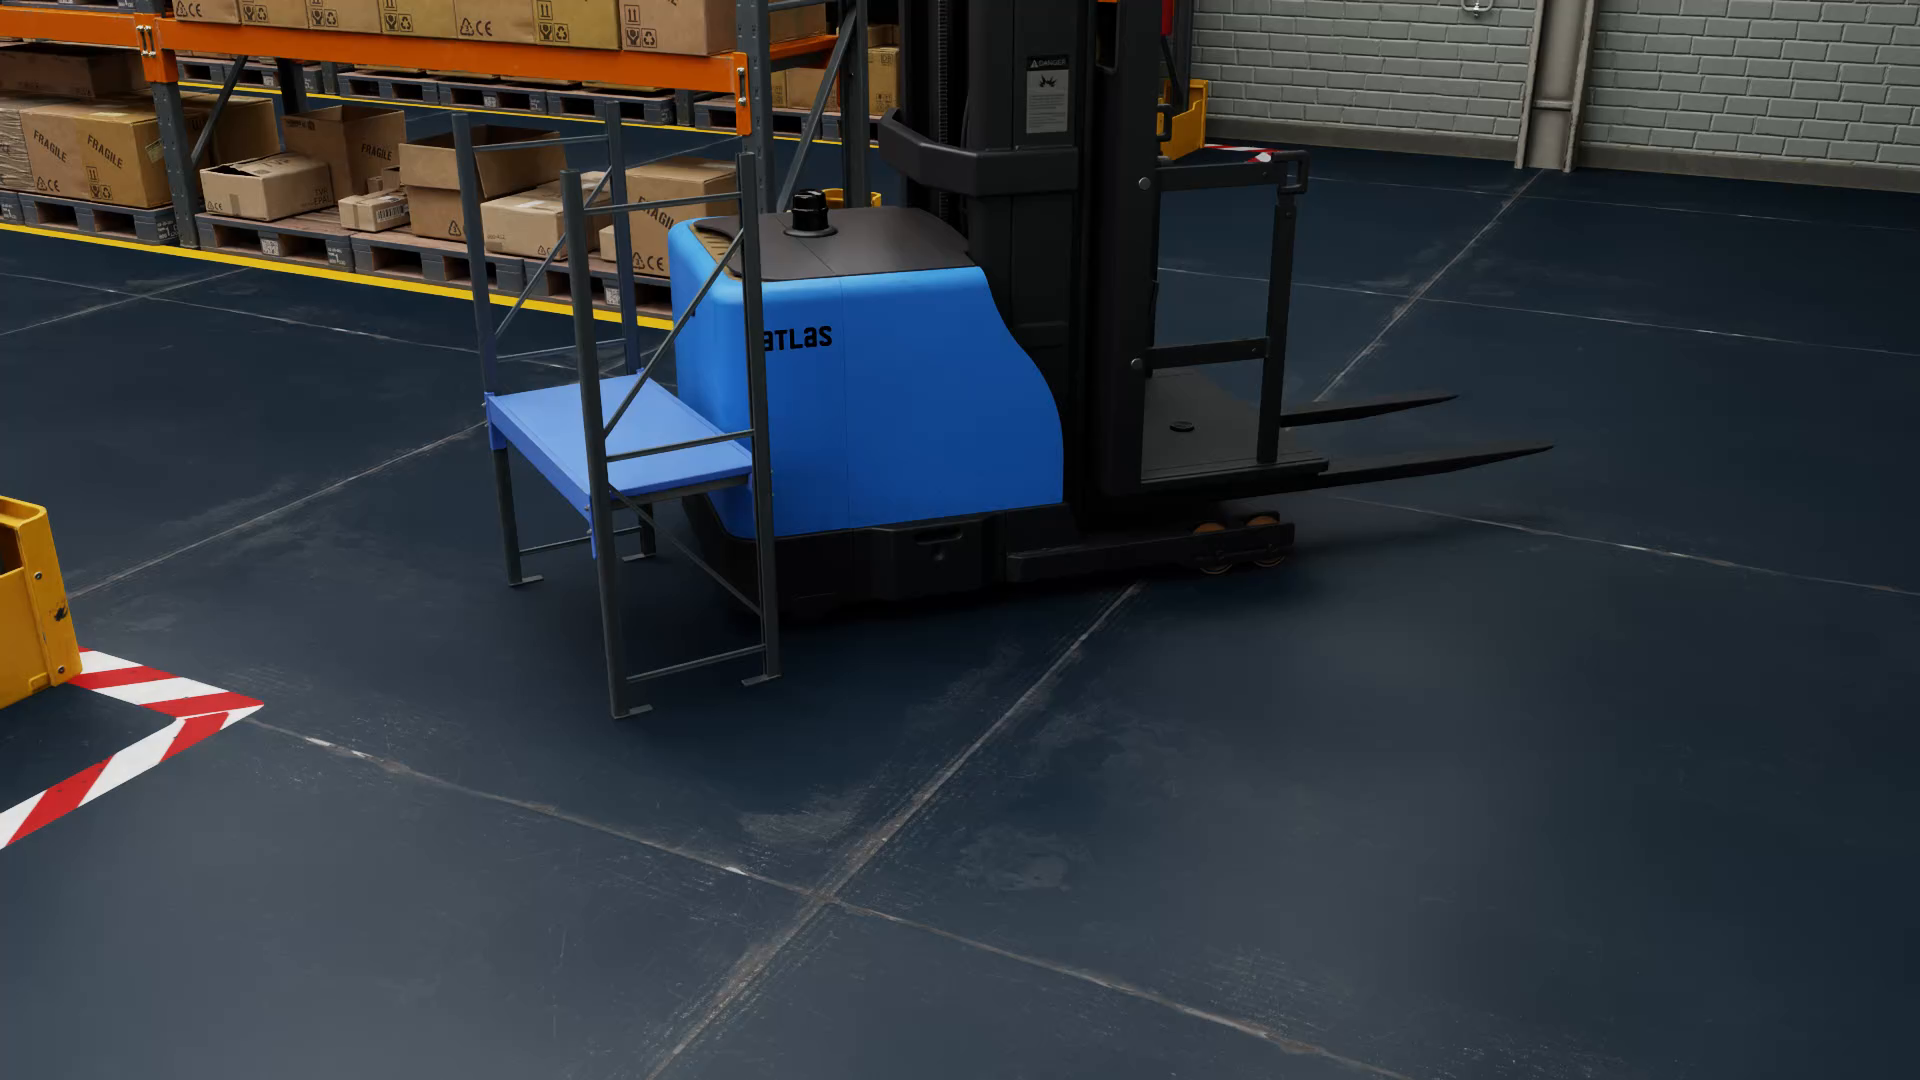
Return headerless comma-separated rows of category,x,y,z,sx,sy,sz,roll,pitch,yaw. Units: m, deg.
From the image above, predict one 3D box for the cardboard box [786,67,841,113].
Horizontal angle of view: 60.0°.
cardboard box,-1.012,-3.781,13.465,0.500,0.500,0.700,11,25,24

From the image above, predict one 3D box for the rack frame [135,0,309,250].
rack frame,-4.312,-3.265,9.594,0.127,3.000,1.000,11,25,25

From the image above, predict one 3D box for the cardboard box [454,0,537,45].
cardboard box,-2.172,-2.769,8.300,0.500,0.500,0.500,11,26,25

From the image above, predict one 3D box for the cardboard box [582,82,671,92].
cardboard box,-2.719,-4.269,14.166,0.750,0.750,0.750,12,26,25

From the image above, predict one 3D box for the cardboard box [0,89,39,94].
cardboard box,-6.008,-2.758,11.035,0.500,0.500,0.500,10,25,23

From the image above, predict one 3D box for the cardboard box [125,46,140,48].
cardboard box,-8.071,-5.263,16.924,0.500,0.500,0.700,11,25,24

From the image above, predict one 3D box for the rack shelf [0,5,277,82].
rack shelf,-6.096,-3.287,10.565,4.000,0.370,1.077,11,25,25

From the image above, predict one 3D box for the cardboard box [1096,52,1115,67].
cardboard box,0.820,-3.421,12.619,0.500,0.500,0.700,11,25,25

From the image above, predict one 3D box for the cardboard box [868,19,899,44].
cardboard box,-0.567,-4.081,13.341,0.250,0.149,0.380,11,26,25

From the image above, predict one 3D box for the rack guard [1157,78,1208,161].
rack guard,1.511,-3.135,12.482,0.348,0.500,1.175,11,25,25

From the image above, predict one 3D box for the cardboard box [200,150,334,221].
cardboard box,-4.035,-2.080,9.682,0.500,0.311,0.500,11,25,25

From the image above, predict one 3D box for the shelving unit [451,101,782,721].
shelving unit,-0.996,-0.418,4.815,0.538,1.500,1.048,-13,26,-27

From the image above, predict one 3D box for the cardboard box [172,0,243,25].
cardboard box,-3.980,-3.126,9.139,0.500,0.500,0.500,12,26,26

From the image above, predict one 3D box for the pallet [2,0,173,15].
pallet,-4.975,-3.356,10.053,1.213,0.211,1.003,11,25,25

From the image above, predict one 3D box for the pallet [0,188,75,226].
pallet,-6.147,-2.327,10.952,1.213,0.211,1.003,11,25,25

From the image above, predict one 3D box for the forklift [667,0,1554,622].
forklift,0.597,-1.424,5.354,3.031,2.935,1.130,-7,24,-16

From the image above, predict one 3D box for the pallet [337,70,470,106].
pallet,-4.980,-4.253,15.481,1.213,0.211,1.003,11,25,25

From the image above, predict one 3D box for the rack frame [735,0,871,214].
rack frame,-0.742,-2.559,7.933,0.127,3.000,1.000,11,25,25

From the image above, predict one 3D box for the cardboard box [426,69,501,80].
cardboard box,-4.274,-4.573,14.881,0.750,0.750,0.750,11,25,24

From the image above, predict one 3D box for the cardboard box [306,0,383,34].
cardboard box,-3.076,-2.947,8.720,0.500,0.500,0.500,11,25,24

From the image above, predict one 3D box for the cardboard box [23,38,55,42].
cardboard box,-9.710,-5.391,17.652,0.250,0.166,0.380,8,24,18

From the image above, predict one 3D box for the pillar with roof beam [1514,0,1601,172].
pillar with roof beam,2.347,-5.372,6.883,0.400,9.000,9.100,11,25,25

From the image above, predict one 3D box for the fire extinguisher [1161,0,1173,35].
fire extinguisher,1.416,-3.894,11.650,0.183,0.674,0.296,11,25,25

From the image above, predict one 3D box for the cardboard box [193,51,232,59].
cardboard box,-7.179,-5.072,16.477,0.500,0.500,0.700,11,25,24

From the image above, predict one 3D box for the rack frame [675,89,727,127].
rack frame,-2.080,-4.996,13.664,0.127,3.000,1.000,11,25,25

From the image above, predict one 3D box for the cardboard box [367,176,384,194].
cardboard box,-3.313,-2.109,9.956,0.250,0.149,0.380,11,25,25

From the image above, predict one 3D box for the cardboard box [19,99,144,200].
cardboard box,-5.319,-2.394,10.179,0.500,0.500,0.500,11,26,25

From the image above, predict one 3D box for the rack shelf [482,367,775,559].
rack shelf,-0.996,-0.253,4.886,0.538,0.185,1.000,-13,26,-27

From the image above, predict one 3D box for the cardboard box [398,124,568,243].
cardboard box,-2.633,-1.989,9.221,0.637,0.503,0.797,11,25,25

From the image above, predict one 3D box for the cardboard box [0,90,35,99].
cardboard box,-6.221,-2.572,10.597,0.500,0.500,0.500,10,25,23

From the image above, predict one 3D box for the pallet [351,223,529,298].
pallet,-2.606,-1.645,9.349,1.213,0.211,1.003,11,25,25

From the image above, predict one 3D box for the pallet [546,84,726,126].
pallet,-2.802,-3.822,14.468,1.213,0.211,1.003,11,25,25

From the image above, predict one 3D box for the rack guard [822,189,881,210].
rack guard,-0.810,-1.422,8.454,0.348,0.500,1.175,11,25,25

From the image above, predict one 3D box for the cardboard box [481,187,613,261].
cardboard box,-2.173,-1.684,8.828,0.500,0.250,0.500,11,25,25

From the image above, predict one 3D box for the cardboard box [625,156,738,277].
cardboard box,-1.338,-1.621,8.360,0.500,0.500,0.500,11,25,25

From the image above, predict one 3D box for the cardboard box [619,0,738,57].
cardboard box,-1.264,-2.589,7.876,0.500,0.500,0.500,12,26,26

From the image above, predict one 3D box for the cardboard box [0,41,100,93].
cardboard box,-5.974,-3.098,10.875,0.500,0.250,0.500,11,25,24

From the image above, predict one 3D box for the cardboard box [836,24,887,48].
cardboard box,-0.770,-3.953,13.041,0.250,0.149,0.380,10,25,23

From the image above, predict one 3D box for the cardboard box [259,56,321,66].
cardboard box,-6.316,-4.863,15.984,0.500,0.500,0.700,12,26,25

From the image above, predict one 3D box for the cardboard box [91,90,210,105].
cardboard box,-5.114,-2.578,10.611,0.500,0.500,0.500,12,26,25

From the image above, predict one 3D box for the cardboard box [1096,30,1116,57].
cardboard box,1.022,-3.767,12.604,0.250,0.149,0.380,11,26,25

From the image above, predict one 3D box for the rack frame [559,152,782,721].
rack frame,-0.742,-0.246,4.411,0.500,1.500,0.032,-13,26,-27

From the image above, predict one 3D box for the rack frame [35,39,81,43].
rack frame,-9.219,-6.408,16.986,0.127,3.000,1.000,11,25,25

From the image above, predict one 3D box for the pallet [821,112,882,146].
pallet,-0.344,-3.336,13.324,1.213,0.211,1.003,11,25,25

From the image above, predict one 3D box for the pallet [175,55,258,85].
pallet,-7.431,-4.773,16.704,1.213,0.211,1.003,11,25,25
